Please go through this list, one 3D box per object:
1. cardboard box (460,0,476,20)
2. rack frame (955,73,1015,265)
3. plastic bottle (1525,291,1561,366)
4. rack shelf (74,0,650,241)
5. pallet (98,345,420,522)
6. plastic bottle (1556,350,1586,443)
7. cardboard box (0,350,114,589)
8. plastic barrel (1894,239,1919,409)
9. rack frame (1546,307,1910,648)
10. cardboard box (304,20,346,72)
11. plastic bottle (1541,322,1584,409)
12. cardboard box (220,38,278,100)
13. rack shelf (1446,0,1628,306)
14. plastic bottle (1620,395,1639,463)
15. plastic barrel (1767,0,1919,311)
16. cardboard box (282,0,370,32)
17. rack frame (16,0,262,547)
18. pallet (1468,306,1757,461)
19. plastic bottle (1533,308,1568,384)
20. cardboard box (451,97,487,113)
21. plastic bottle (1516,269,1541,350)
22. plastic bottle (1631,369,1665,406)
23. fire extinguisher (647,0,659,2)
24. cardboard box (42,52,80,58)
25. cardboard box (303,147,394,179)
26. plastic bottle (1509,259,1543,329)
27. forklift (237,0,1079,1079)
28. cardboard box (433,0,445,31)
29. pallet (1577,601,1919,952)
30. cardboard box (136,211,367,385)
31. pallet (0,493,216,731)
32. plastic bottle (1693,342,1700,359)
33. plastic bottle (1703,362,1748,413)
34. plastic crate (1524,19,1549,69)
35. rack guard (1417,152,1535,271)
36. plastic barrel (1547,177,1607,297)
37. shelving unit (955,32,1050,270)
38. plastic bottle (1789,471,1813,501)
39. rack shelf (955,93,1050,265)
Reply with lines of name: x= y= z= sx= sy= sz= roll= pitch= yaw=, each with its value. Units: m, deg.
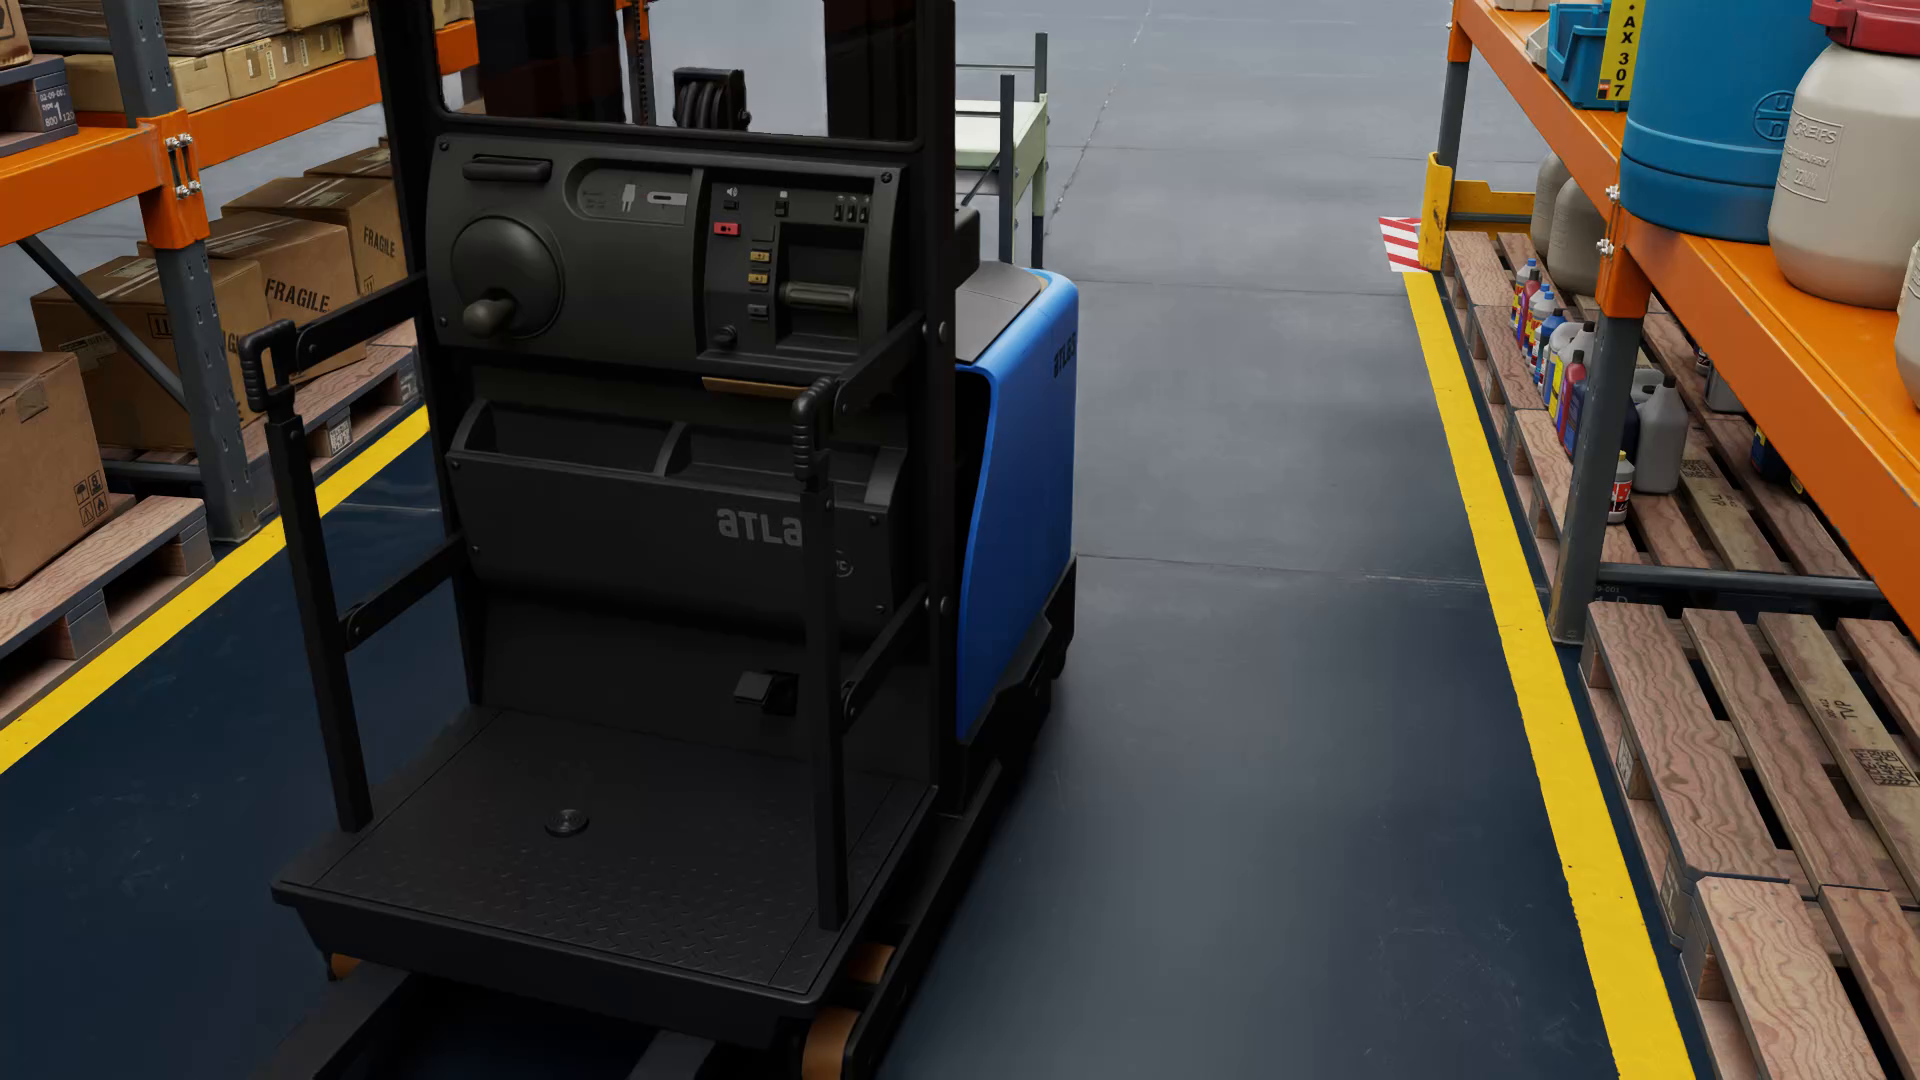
cardboard box: x=-2.066 y=-2.190 z=6.687 sx=0.380 sy=0.149 sz=0.250 roll=4 pitch=25 yaw=9
rack frame: x=-0.059 y=-0.529 z=4.611 sx=0.400 sy=1.500 sz=0.023 roll=4 pitch=25 yaw=9
plastic bottle: x=2.128 y=-0.771 z=6.057 sx=0.097 sy=0.271 sz=0.097 roll=0 pitch=25 yaw=0
rack shelf: x=-2.409 y=-1.910 z=6.640 sx=1.077 sy=0.370 sz=4.000 roll=4 pitch=25 yaw=9
pallet: x=-2.661 y=-0.420 z=5.897 sx=1.003 sy=0.211 sz=1.213 roll=4 pitch=25 yaw=9
plastic bottle: x=1.988 y=-0.466 z=5.392 sx=0.061 sy=0.283 sz=0.133 roll=6 pitch=26 yaw=12
cardboard box: x=-2.857 y=-0.211 z=4.592 sx=0.700 sy=0.500 sz=0.500 roll=2 pitch=25 yaw=4
plastic barrel: x=1.658 y=-0.426 z=2.461 sx=0.433 sy=0.535 sz=0.433 roll=0 pitch=25 yaw=0
rack frame: x=2.151 y=-1.056 z=3.968 sx=1.000 sy=3.000 sz=0.127 roll=4 pitch=25 yaw=9
cardboard box: x=-2.305 y=-1.670 z=5.575 sx=0.380 sy=0.149 sz=0.250 roll=4 pitch=25 yaw=9
plastic bottle: x=2.086 y=-0.594 z=5.675 sx=0.152 sy=0.276 sz=0.135 roll=4 pitch=25 yaw=9
cardboard box: x=-2.350 y=-1.458 z=5.123 sx=0.380 sy=0.149 sz=0.250 roll=4 pitch=25 yaw=9
rack shelf: x=2.478 y=-1.567 z=5.907 sx=1.077 sy=0.370 sz=4.000 roll=4 pitch=25 yaw=9
plastic bottle: x=1.972 y=-0.345 z=5.054 sx=0.144 sy=0.351 sz=0.185 roll=3 pitch=25 yaw=7
plastic barrel: x=1.778 y=-0.733 z=3.116 sx=0.433 sy=0.535 sz=0.433 roll=0 pitch=25 yaw=0
cardboard box: x=-2.485 y=-1.970 z=5.451 sx=0.875 sy=0.500 sz=0.500 roll=4 pitch=25 yaw=9
rack frame: x=-2.736 y=-1.399 z=4.701 sx=1.000 sy=3.000 sz=0.127 roll=4 pitch=25 yaw=9
pallet: x=2.499 y=-0.583 z=6.246 sx=1.003 sy=0.211 sz=1.213 roll=4 pitch=25 yaw=9
plastic bottle: x=2.095 y=-0.686 z=5.876 sx=0.097 sy=0.271 sz=0.097 roll=0 pitch=25 yaw=0
cardboard box: x=-2.201 y=-1.870 z=8.160 sx=0.500 sy=0.500 sz=0.500 roll=9 pitch=27 yaw=18
plastic bottle: x=2.146 y=-0.868 z=6.251 sx=0.061 sy=0.283 sz=0.133 roll=4 pitch=25 yaw=9
plastic bottle: x=2.153 y=-0.391 z=5.242 sx=0.152 sy=0.276 sz=0.135 roll=4 pitch=25 yaw=9
fire extinguisher: x=-1.609 y=-3.053 z=8.325 sx=0.296 sy=0.674 sz=0.183 roll=4 pitch=25 yaw=9
cardboard box: x=-2.940 y=-1.500 z=5.212 sx=0.380 sy=0.149 sz=0.250 roll=4 pitch=25 yaw=9
cardboard box: x=-2.385 y=-1.357 z=7.064 sx=0.500 sy=0.500 sz=0.500 roll=6 pitch=26 yaw=13
plastic bottle: x=2.201 y=-0.956 z=6.453 sx=0.097 sy=0.271 sz=0.097 roll=0 pitch=25 yaw=0
forklift: x=-0.617 y=-0.493 z=2.847 sx=1.130 sy=2.935 sz=3.031 roll=8 pitch=26 yaw=16
cardboard box: x=-2.172 y=-1.983 z=6.244 sx=0.380 sy=0.149 sz=0.250 roll=4 pitch=25 yaw=9
pallet: x=2.061 y=0.538 z=3.851 sx=1.003 sy=0.211 sz=1.213 roll=4 pitch=25 yaw=9
cardboard box: x=-2.545 y=-0.862 z=6.006 sx=0.500 sy=0.500 sz=0.500 roll=13 pitch=28 yaw=25
pallet: x=-2.861 y=0.190 z=4.596 sx=1.003 sy=0.211 sz=1.213 roll=4 pitch=25 yaw=9
plastic bottle: x=2.763 y=-0.803 z=6.112 sx=0.061 sy=0.283 sz=0.133 roll=4 pitch=25 yaw=9
plastic bottle: x=2.642 y=-0.587 z=5.660 sx=0.152 sy=0.276 sz=0.135 roll=4 pitch=25 yaw=9
plastic crate: x=2.166 y=-1.633 z=5.512 sx=0.530 sy=0.136 sz=0.437 roll=4 pitch=25 yaw=9
rack guard: x=2.838 y=-1.562 z=7.997 sx=1.175 sy=0.500 sz=0.348 roll=4 pitch=25 yaw=9
plastic barrel: x=2.690 y=-1.302 z=6.933 sx=0.421 sy=0.512 sz=0.421 roll=0 pitch=25 yaw=0
shelving unit: x=0.001 y=-0.682 z=4.938 sx=0.431 sy=1.500 sz=0.755 roll=4 pitch=25 yaw=9
plastic bottle: x=2.556 y=-0.272 z=4.978 sx=0.061 sy=0.283 sz=0.133 roll=4 pitch=25 yaw=9
rack shelf: x=0.001 y=-1.036 z=4.773 sx=0.431 sy=0.370 sz=0.720 roll=4 pitch=25 yaw=9
